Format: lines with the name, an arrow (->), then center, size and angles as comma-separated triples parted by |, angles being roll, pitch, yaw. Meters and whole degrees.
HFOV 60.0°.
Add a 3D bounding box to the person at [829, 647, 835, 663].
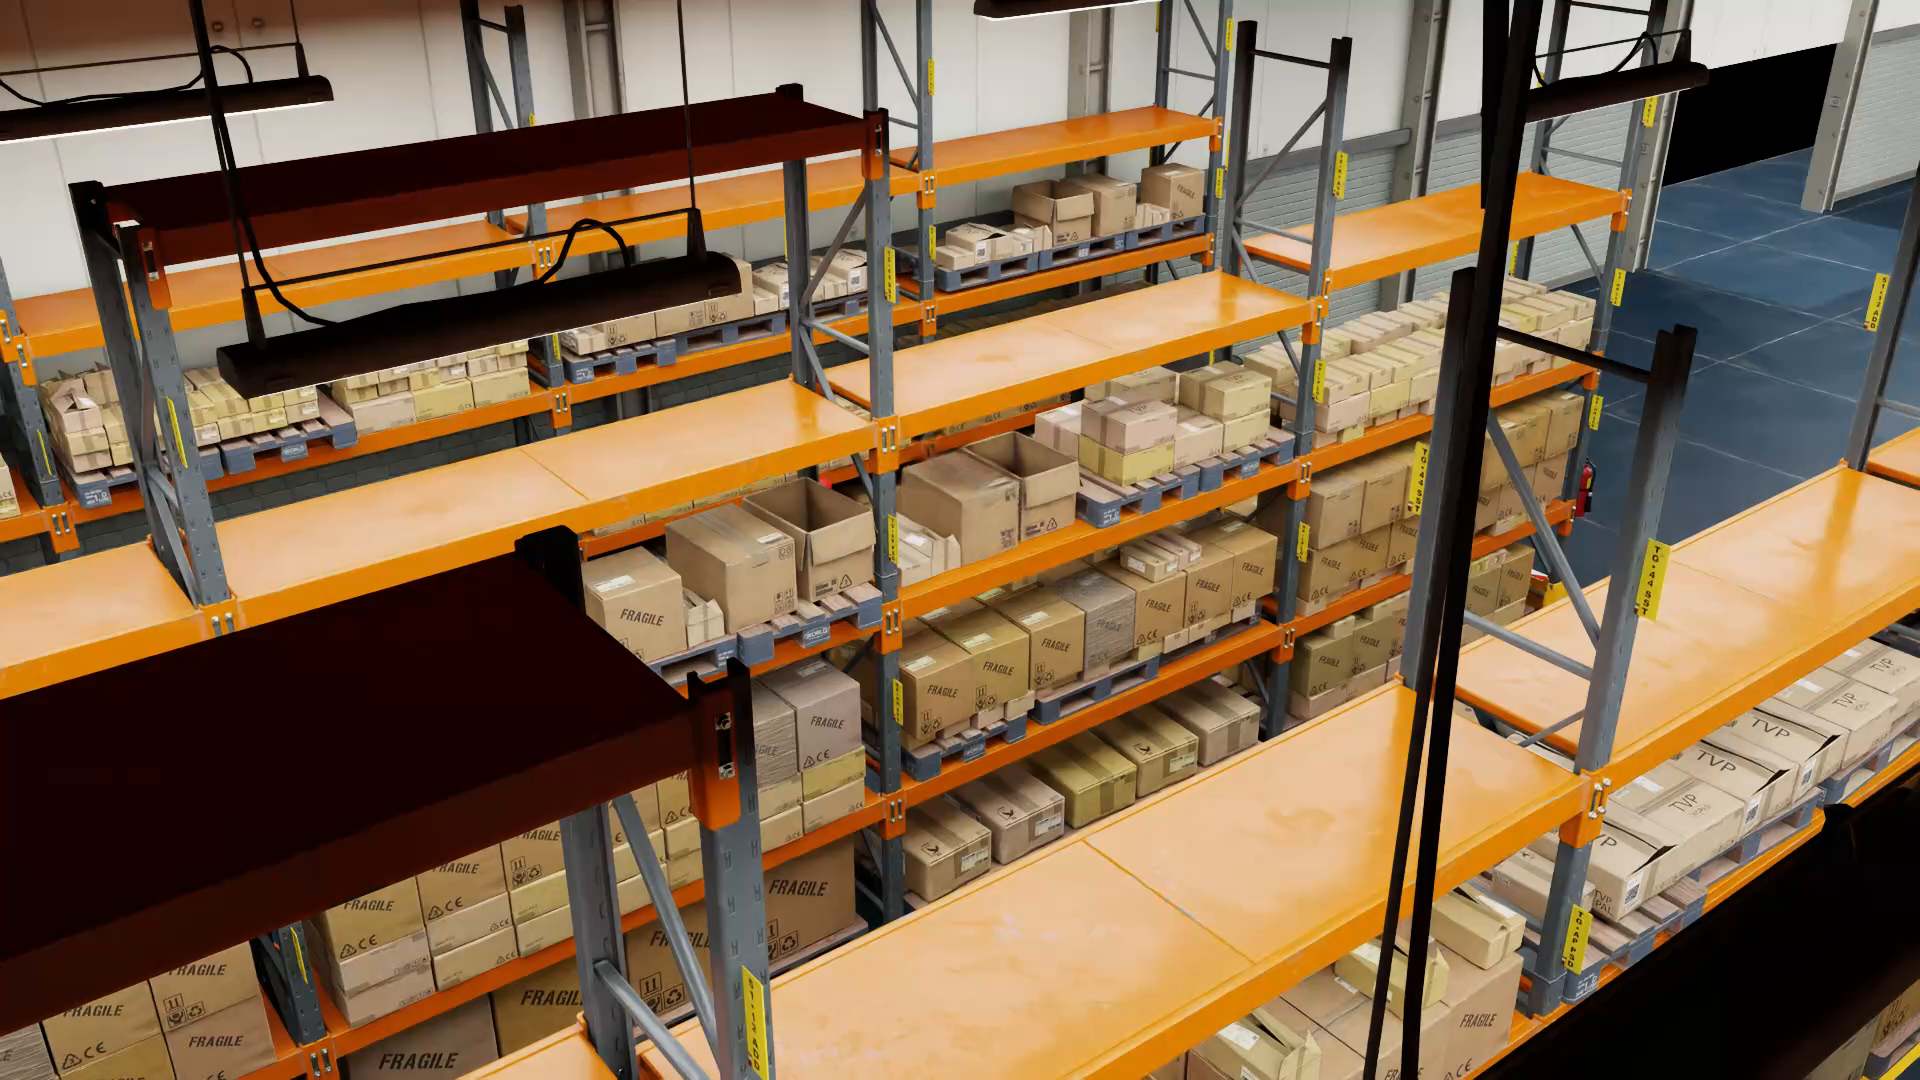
person -> -1.217, 0.240, 15.670 | 0.539, 1.760, 0.528 | 19, 32, 34
